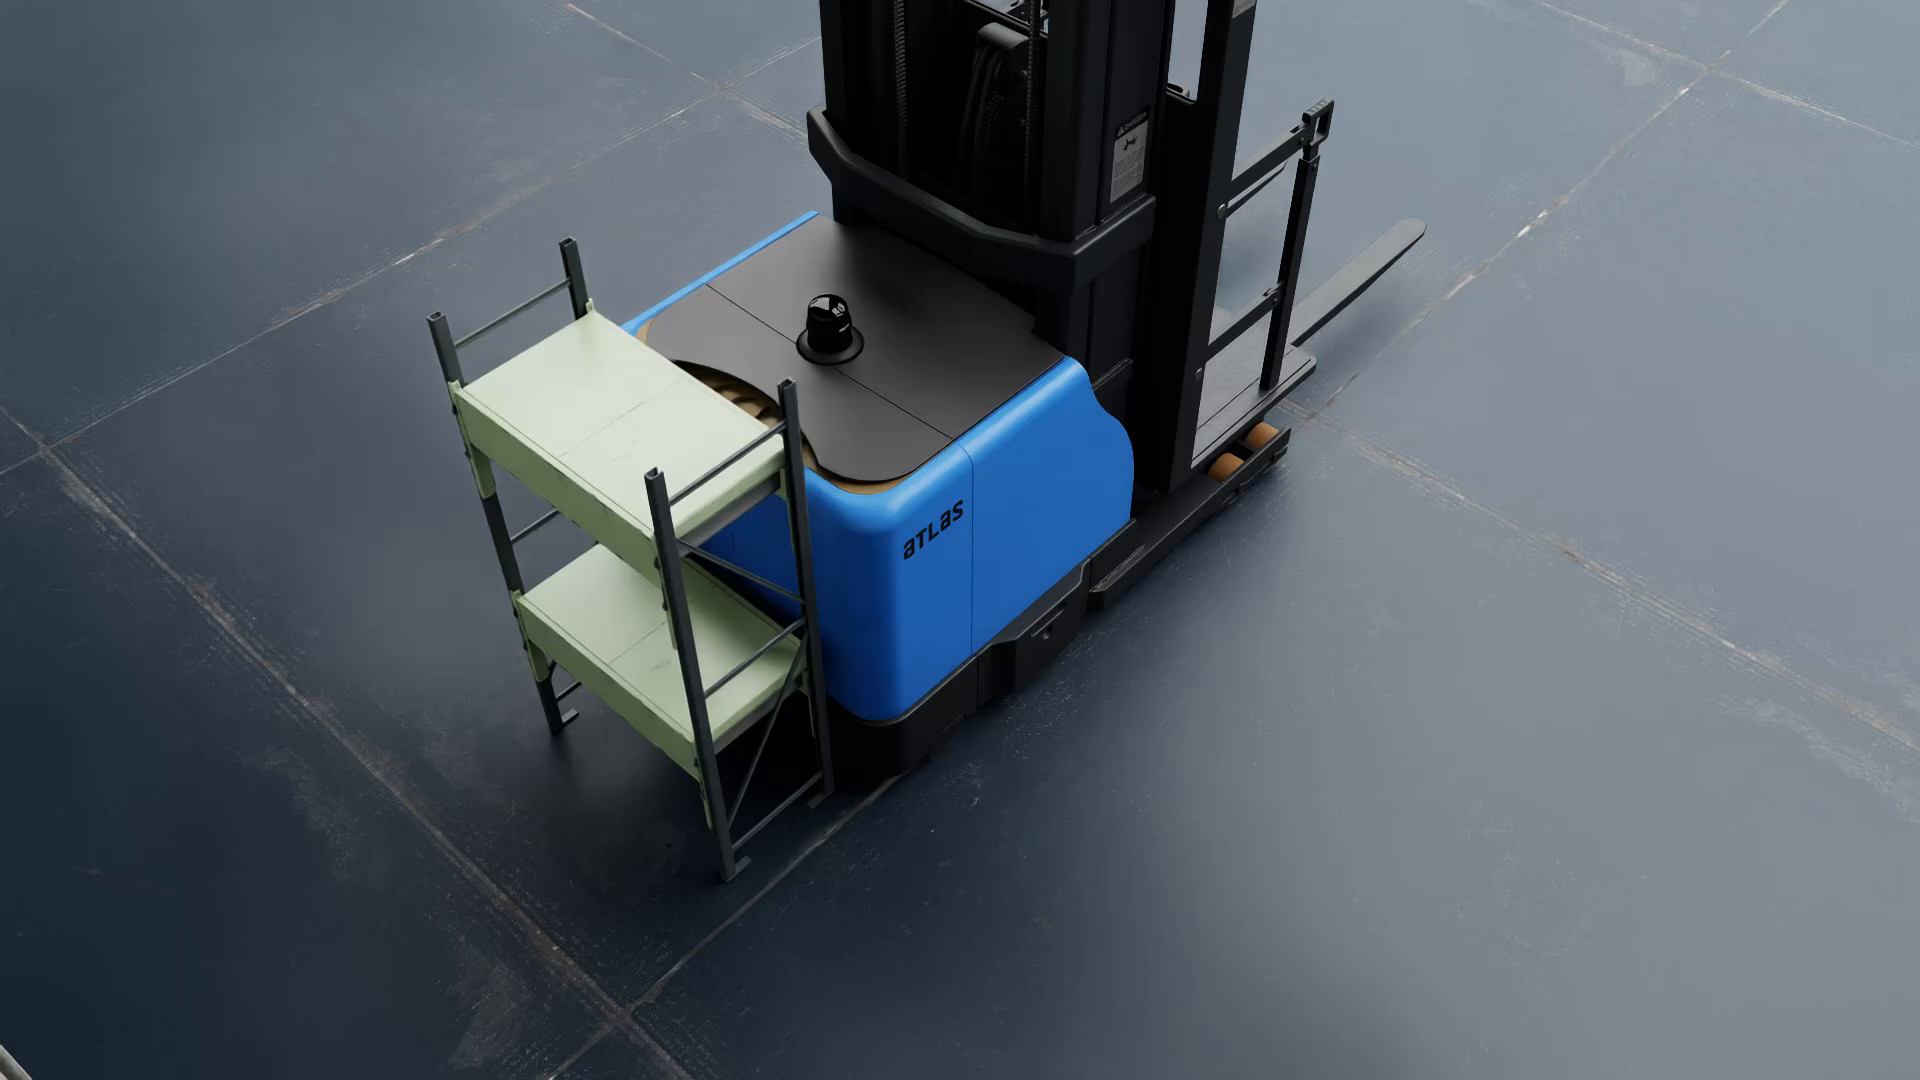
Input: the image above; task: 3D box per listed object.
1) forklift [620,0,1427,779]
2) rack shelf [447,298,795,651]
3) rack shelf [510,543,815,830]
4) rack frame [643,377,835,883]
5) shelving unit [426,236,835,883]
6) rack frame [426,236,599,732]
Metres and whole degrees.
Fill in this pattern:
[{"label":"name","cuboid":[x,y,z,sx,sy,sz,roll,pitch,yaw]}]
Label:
[{"label":"forklift","cuboid":[0.425,-1.343,4.500,1.130,2.935,3.031,34,55,27]},{"label":"rack shelf","cuboid":[-0.759,-0.166,3.842,0.720,0.370,0.431,34,55,27]},{"label":"rack shelf","cuboid":[-0.759,0.324,4.364,0.720,0.370,0.431,34,55,27]},{"label":"rack frame","cuboid":[-0.489,0.281,3.957,0.023,1.500,0.400,34,55,27]},{"label":"shelving unit","cuboid":[-0.759,0.101,4.126,0.755,1.500,0.431,34,55,27]},{"label":"rack frame","cuboid":[-1.030,-0.079,4.295,0.023,1.500,0.400,34,55,27]}]
